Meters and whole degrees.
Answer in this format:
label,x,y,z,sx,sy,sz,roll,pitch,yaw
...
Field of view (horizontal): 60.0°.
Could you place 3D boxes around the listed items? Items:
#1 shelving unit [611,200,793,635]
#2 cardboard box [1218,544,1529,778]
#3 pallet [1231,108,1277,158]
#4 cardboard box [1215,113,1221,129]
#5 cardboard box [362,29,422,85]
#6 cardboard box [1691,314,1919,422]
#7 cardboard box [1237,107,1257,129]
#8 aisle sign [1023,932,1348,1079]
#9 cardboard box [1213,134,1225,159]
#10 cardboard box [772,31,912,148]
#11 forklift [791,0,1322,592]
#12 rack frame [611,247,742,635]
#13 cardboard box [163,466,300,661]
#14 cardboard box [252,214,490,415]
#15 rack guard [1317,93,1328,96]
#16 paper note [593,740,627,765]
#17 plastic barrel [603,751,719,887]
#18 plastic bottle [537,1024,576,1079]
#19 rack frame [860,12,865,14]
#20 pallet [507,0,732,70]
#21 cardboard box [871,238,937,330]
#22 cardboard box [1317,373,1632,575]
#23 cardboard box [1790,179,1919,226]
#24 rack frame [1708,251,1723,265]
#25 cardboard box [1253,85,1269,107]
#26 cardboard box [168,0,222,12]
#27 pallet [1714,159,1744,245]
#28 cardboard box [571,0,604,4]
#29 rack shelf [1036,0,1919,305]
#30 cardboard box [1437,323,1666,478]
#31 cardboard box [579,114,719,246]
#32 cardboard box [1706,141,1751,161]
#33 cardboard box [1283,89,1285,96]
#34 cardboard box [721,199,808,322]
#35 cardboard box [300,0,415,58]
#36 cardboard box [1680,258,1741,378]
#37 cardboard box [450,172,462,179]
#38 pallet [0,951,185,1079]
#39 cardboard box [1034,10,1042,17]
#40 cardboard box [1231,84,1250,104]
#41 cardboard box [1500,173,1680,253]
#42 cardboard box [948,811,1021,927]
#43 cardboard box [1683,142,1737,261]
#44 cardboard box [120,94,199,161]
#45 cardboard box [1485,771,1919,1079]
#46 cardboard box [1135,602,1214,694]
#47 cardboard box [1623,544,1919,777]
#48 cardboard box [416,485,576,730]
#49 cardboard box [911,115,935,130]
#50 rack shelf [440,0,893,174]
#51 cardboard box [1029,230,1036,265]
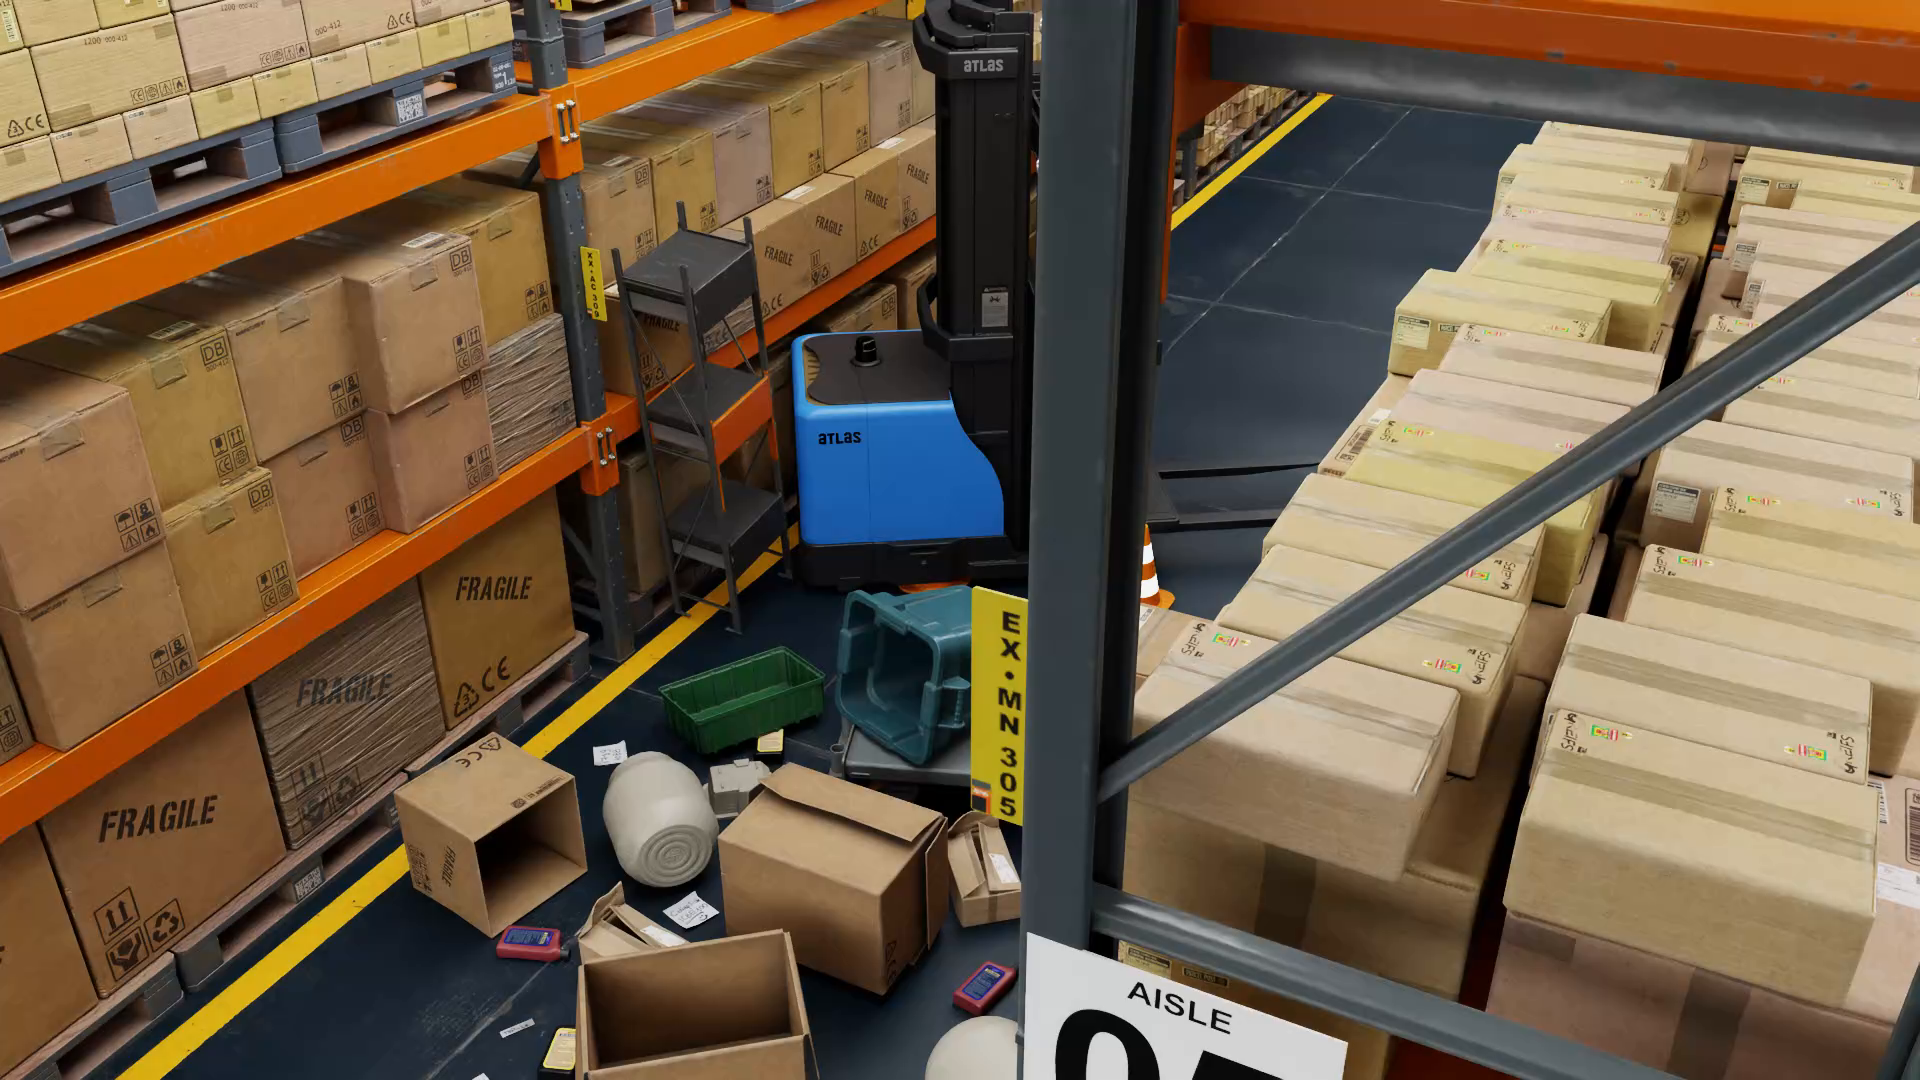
label,x,y,z,sx,sy,sz,roll,pitch,yaw
shelving unit,-1.201,-0.535,8.004,0.431,2.100,0.503,17,42,22
cardboard box,0.587,0.165,2.390,0.380,0.149,0.250,15,33,24
pallet,2.387,-4.012,16.025,1.003,0.211,1.213,14,33,23
cardboard box,2.122,-3.784,14.970,0.380,0.149,0.250,14,33,23
cardboard box,-2.199,-1.783,6.060,0.380,0.149,0.250,15,33,24
cardboard box,1.609,-0.291,3.184,0.380,0.149,0.250,15,33,24
cardboard box,2.565,-3.992,15.630,0.380,0.149,0.250,13,32,22
aisle sign,0.258,0.859,2.131,0.394,0.787,0.004,14,33,23
cardboard box,2.131,-3.525,14.817,0.380,0.149,0.250,15,33,25
cardboard box,-0.707,-2.655,9.757,0.700,0.500,0.500,14,33,23
forklift,0.621,-1.305,8.580,3.031,2.935,1.130,-3,30,-5
rack frame,-1.315,-0.399,7.837,0.400,2.100,0.015,17,42,22
cardboard box,-2.977,-0.006,6.097,0.875,0.550,0.500,14,33,23
cardboard box,-2.432,-0.934,6.629,0.875,0.550,0.550,14,33,23
rack guard,3.346,-5.028,17.504,1.175,0.500,0.348,14,33,23
paper note,-1.587,0.965,7.539,0.147,0.020,0.142,-7,31,-11
plastic barrel,-1.238,1.142,6.836,0.421,0.421,0.512,-12,32,-20
plastic bottle,-1.416,1.830,6.001,0.133,0.061,0.283,4,30,6
rack frame,-0.264,-2.599,10.765,1.000,3.000,0.127,14,33,23
pallet,-1.713,-2.462,7.705,0.805,0.209,1.217,13,32,21
cardboard box,-0.622,-1.556,10.786,1.050,0.750,0.750,14,33,23
cardboard box,1.000,-0.081,3.219,0.500,0.250,0.500,15,33,25
cardboard box,2.166,-0.723,3.937,0.380,0.149,0.250,15,33,25
rack frame,2.366,0.252,5.799,1.000,3.000,0.127,14,33,23
cardboard box,2.700,-4.221,15.731,0.380,0.149,0.250,15,33,24
cardboard box,-2.545,-1.796,5.282,0.380,0.149,0.250,14,33,23
pallet,2.742,-1.217,5.533,1.213,0.211,1.003,14,33,23
cardboard box,-1.589,-2.505,7.201,0.258,0.266,0.396,14,33,22
rack shelf,1.455,-1.150,2.941,1.077,0.370,4.000,14,33,23
cardboard box,1.109,-0.270,3.147,0.380,0.149,0.250,13,32,22
cardboard box,-1.633,-1.753,8.186,0.700,0.500,0.500,14,33,22
cardboard box,2.503,-1.458,5.493,0.500,0.250,0.500,14,33,22
cardboard box,3.001,-4.464,16.453,0.380,0.149,0.250,15,33,24
cardboard box,-1.148,-1.487,8.726,0.500,0.500,0.500,14,33,23
cardboard box,-2.313,-1.916,5.892,0.500,0.250,0.500,14,33,23
cardboard box,1.930,-0.409,3.790,0.500,0.250,0.500,14,33,22
cardboard box,-4.301,-3.331,13.751,1.225,0.875,0.875,13,32,21
pallet,-3.614,1.784,5.931,1.003,0.211,1.213,14,33,23
cardboard box,0.716,-3.675,11.870,0.380,0.149,0.250,15,33,25
cardboard box,2.436,-4.129,15.272,0.380,0.149,0.250,15,33,24
cardboard box,1.500,-0.751,3.986,0.380,0.149,0.250,13,32,22
cardboard box,0.084,1.312,6.699,0.258,0.266,0.396,-7,31,-11
cardboard box,1.922,-0.980,4.784,0.500,0.250,0.500,14,33,22
cardboard box,-2.662,-1.333,5.277,0.380,0.149,0.250,14,33,23
cardboard box,1.010,0.498,2.210,0.500,0.250,0.500,14,33,22
cardboard box,0.768,0.617,6.913,0.500,0.500,0.500,14,33,23
cardboard box,1.157,0.164,2.392,0.380,0.149,0.250,14,33,23
cardboard box,-2.435,0.176,7.643,0.875,0.875,0.875,15,33,24
cardboard box,-0.230,-2.382,10.286,0.500,0.500,0.500,14,33,23
rack shelf,-1.175,-2.702,8.653,1.077,0.370,4.000,14,33,23
cardboard box,0.285,-1.953,11.728,0.500,0.500,0.500,13,32,21
